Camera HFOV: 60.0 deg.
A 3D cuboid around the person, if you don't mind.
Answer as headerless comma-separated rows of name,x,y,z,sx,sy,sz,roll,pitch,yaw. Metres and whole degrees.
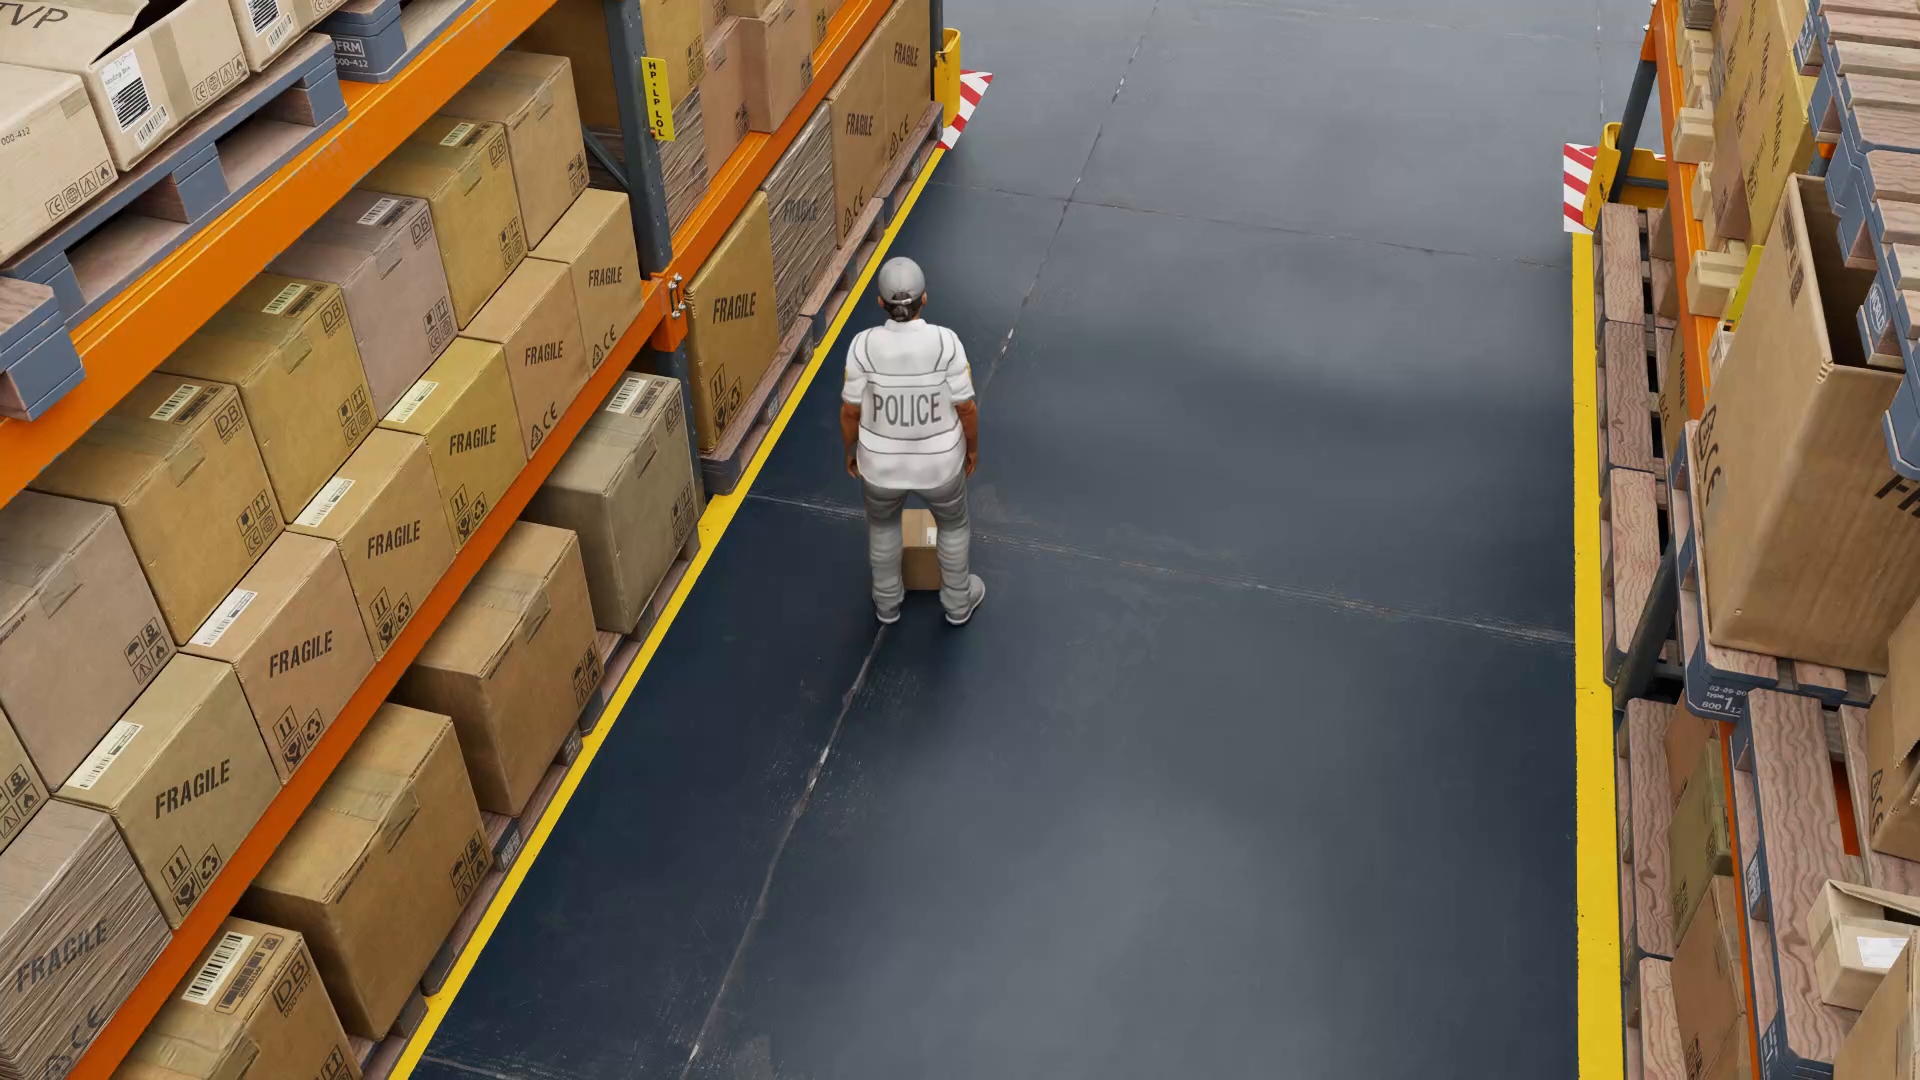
person,-0.176,-0.346,6.549,0.563,1.665,0.471,1,41,1
